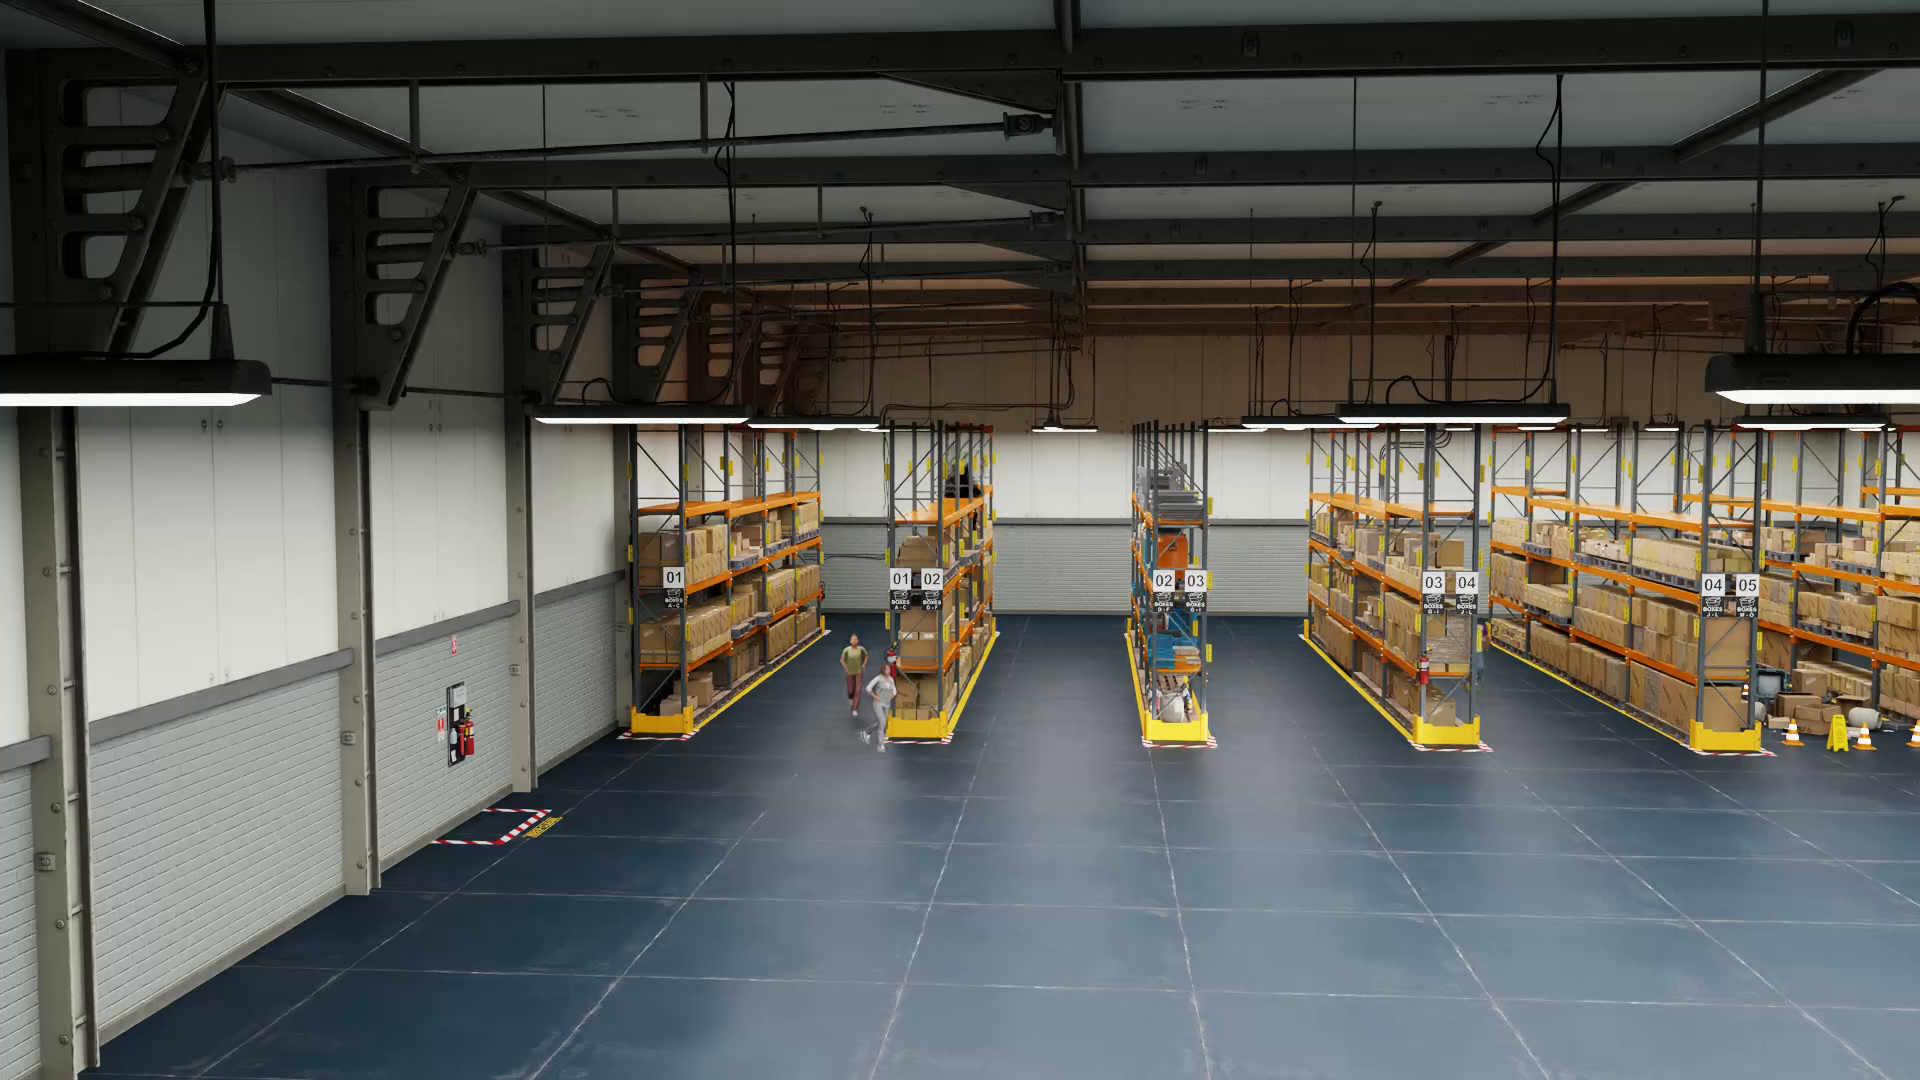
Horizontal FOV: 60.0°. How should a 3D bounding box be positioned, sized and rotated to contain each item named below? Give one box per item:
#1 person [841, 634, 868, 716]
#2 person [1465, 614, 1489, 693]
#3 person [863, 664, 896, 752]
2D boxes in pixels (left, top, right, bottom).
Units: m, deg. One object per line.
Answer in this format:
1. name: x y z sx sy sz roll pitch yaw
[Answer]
1. person: -2.163 2.750 34.180 0.579 1.654 0.791 0 4 -6
2. person: 11.464 2.519 37.017 0.722 1.819 0.726 0 4 1
3. person: -1.440 3.040 30.383 0.579 1.580 0.751 -3 4 -36
